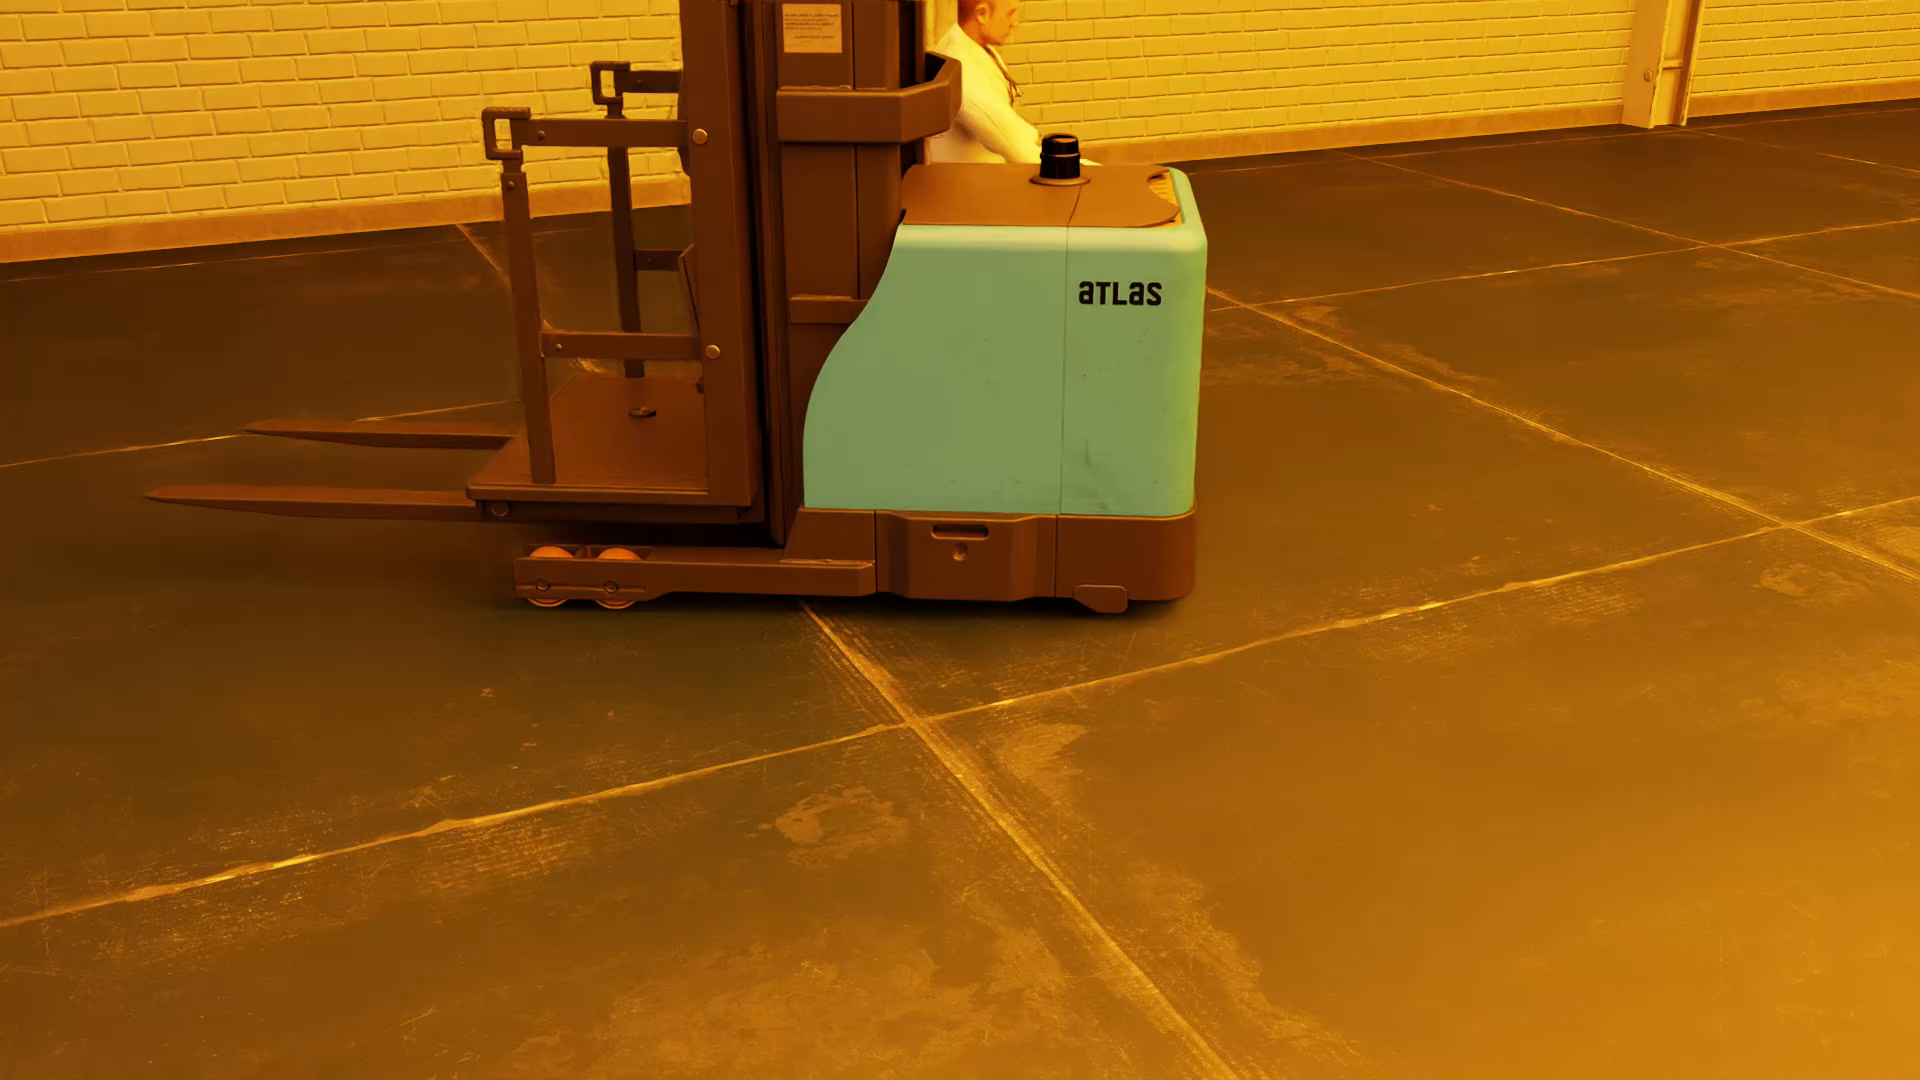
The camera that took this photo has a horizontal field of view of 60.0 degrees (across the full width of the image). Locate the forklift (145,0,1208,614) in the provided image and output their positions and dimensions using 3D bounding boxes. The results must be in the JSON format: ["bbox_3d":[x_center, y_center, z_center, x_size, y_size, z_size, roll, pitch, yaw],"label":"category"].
[{"bbox_3d":[-0.837,-1.360,4.561,3.031,2.935,1.130,2,23,4],"label":"forklift"}]

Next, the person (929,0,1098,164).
[{"bbox_3d":[0.269,-1.220,5.970,0.757,1.599,0.854,-1,23,-2],"label":"person"}]
